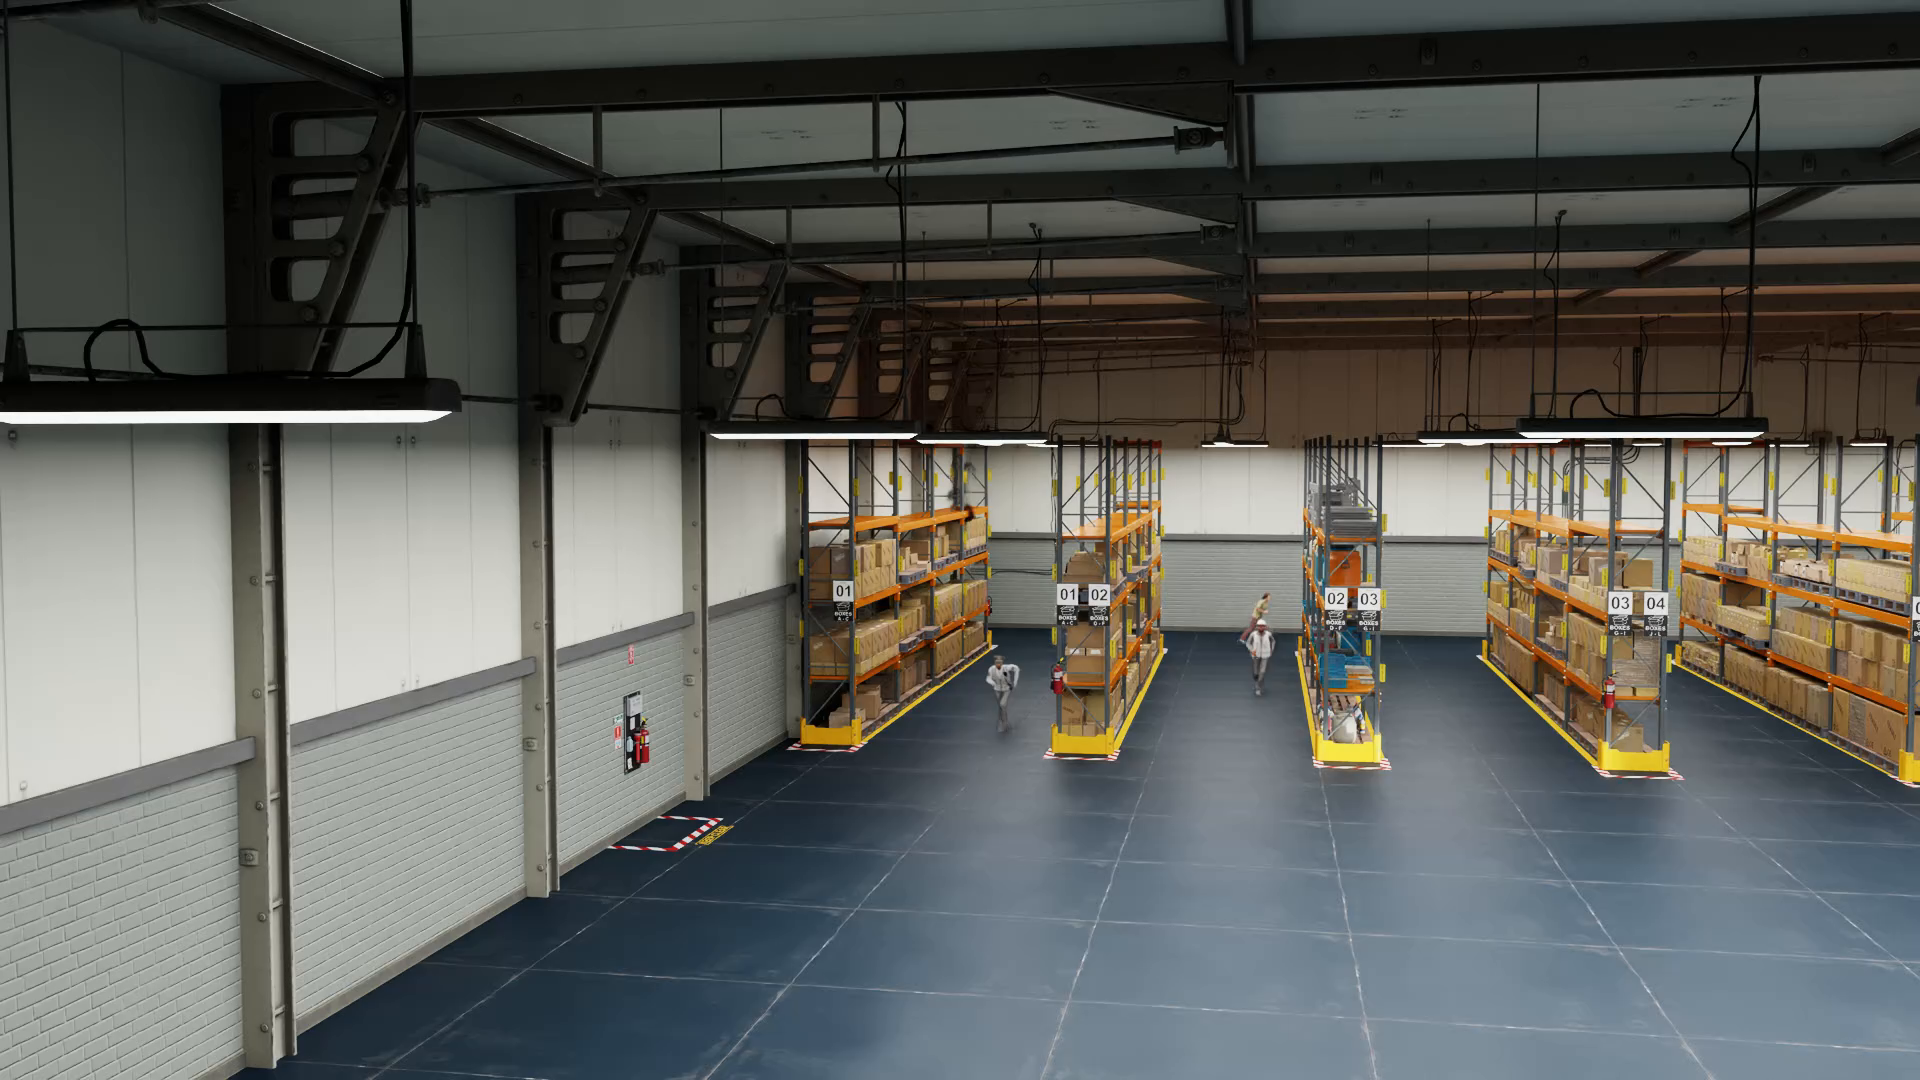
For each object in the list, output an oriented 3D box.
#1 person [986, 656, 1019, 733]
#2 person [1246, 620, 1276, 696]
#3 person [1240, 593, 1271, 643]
[{"bbox_3d":[0.889,3.128,33.968,0.654,1.612,0.949,1,3,14],"label":"person"},{"bbox_3d":[7.081,2.741,39.154,0.684,1.765,0.883,1,3,9],"label":"person"},{"bbox_3d":[8.628,2.330,48.604,0.951,1.625,0.619,2,4,30],"label":"person"}]
